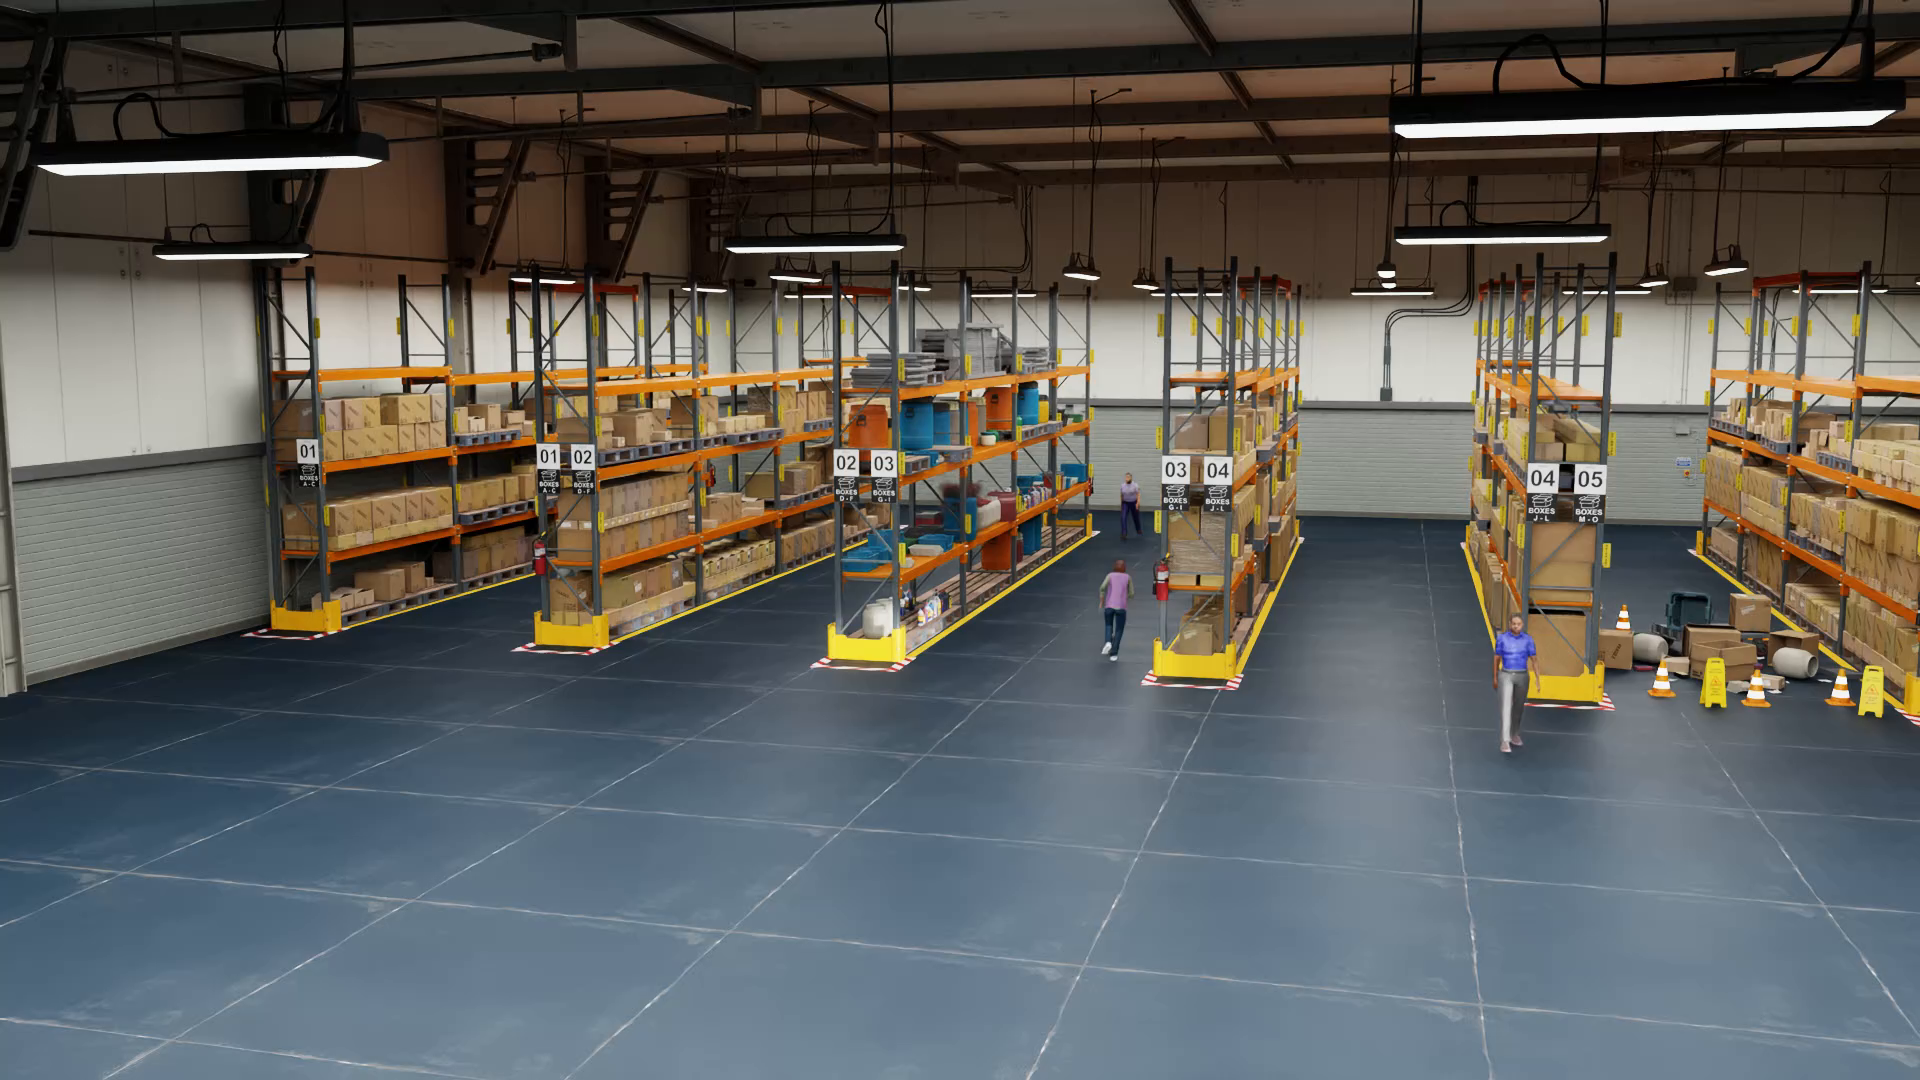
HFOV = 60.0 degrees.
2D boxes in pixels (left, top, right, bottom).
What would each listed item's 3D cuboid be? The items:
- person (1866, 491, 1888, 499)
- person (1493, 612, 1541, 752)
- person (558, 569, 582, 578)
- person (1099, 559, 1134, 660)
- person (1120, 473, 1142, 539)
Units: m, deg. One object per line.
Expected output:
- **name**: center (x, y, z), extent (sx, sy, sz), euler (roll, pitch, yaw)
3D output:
- **person**: center (21.177, -0.740, 38.447), extent (1.067, 1.736, 0.581), euler (0, 7, 2)
- **person**: center (6.628, 1.727, 19.805), extent (0.509, 1.540, 0.797), euler (1, 7, 10)
- **person**: center (-6.966, 0.361, 29.745), extent (0.547, 1.710, 0.983), euler (0, 7, 2)
- **person**: center (2.392, 1.057, 25.443), extent (0.504, 1.478, 0.749), euler (2, 8, 17)
- **person**: center (4.091, -0.844, 39.844), extent (0.531, 1.566, 1.100), euler (2, 8, 18)
